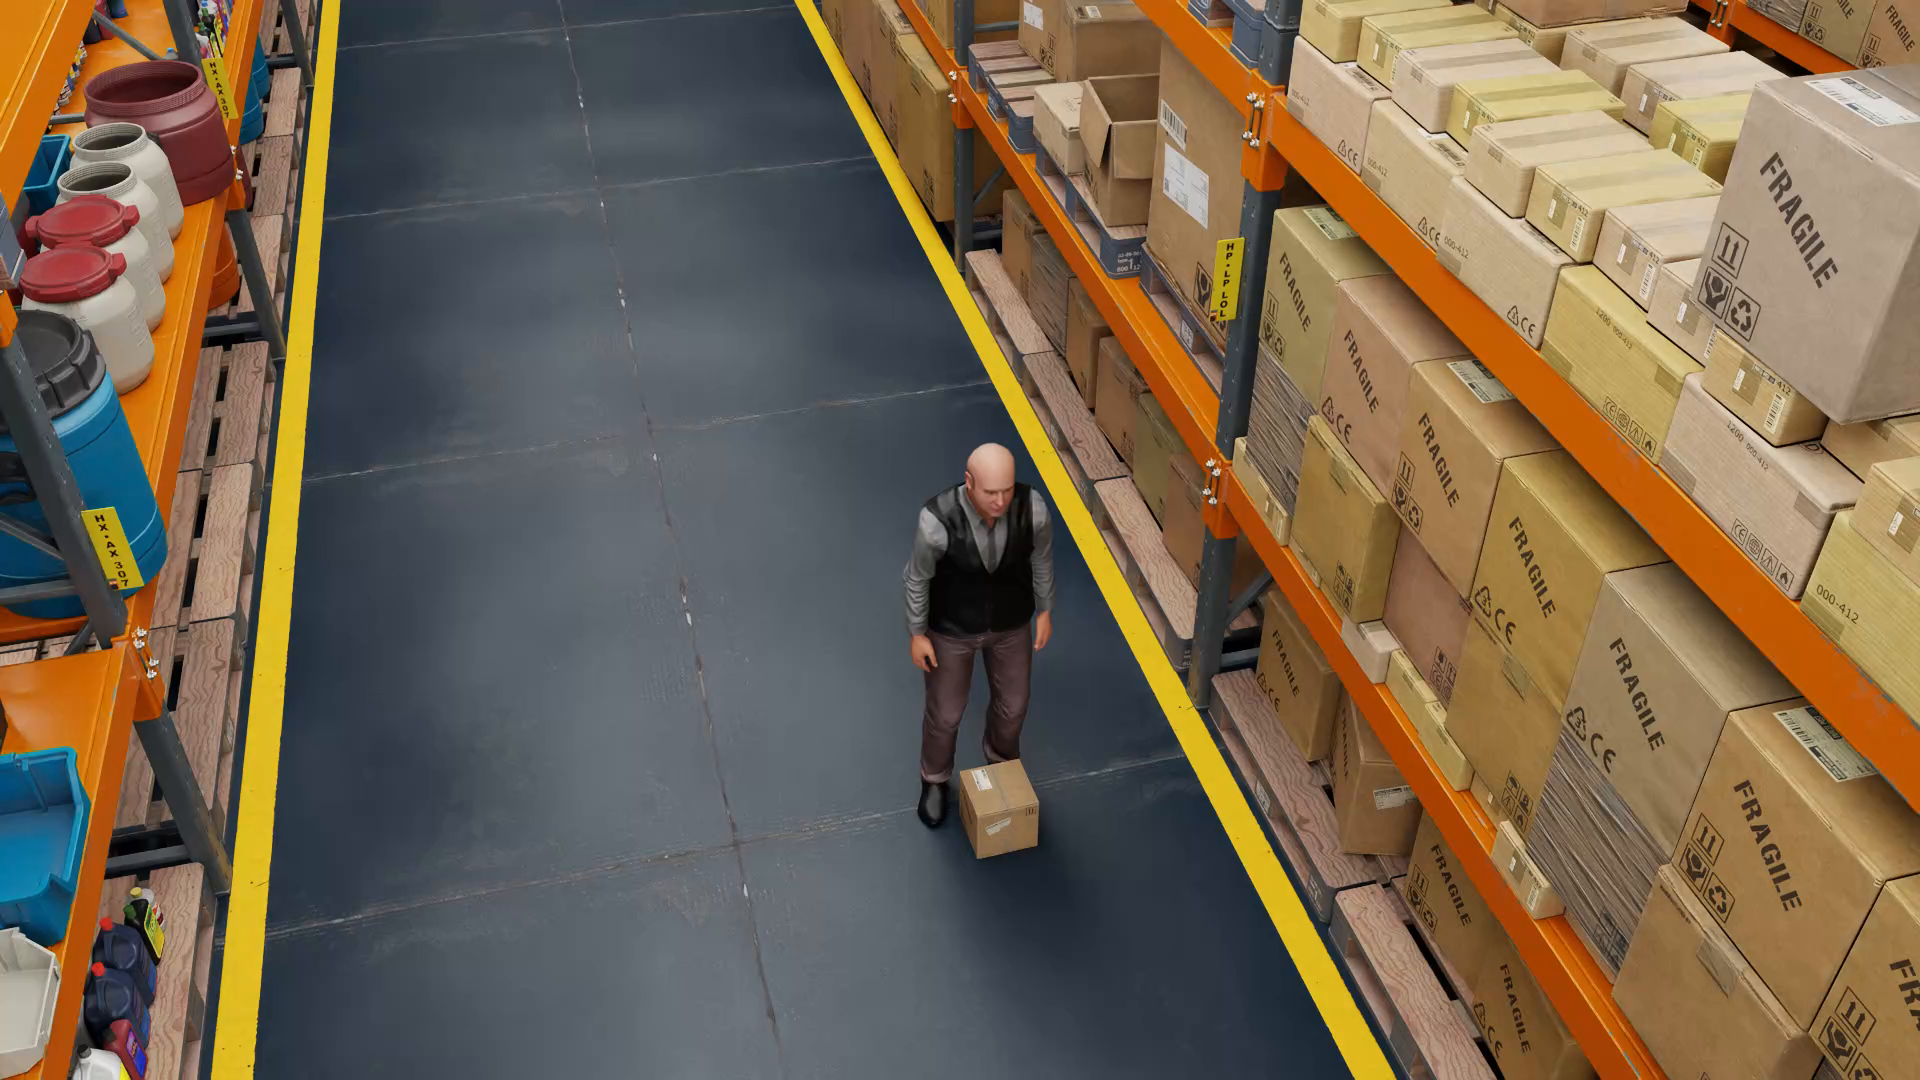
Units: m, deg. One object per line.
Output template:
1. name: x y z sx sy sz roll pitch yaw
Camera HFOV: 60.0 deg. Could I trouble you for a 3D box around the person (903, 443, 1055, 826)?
1. person: 0.072 0.317 6.328 0.584 1.721 0.412 -10 39 -12
